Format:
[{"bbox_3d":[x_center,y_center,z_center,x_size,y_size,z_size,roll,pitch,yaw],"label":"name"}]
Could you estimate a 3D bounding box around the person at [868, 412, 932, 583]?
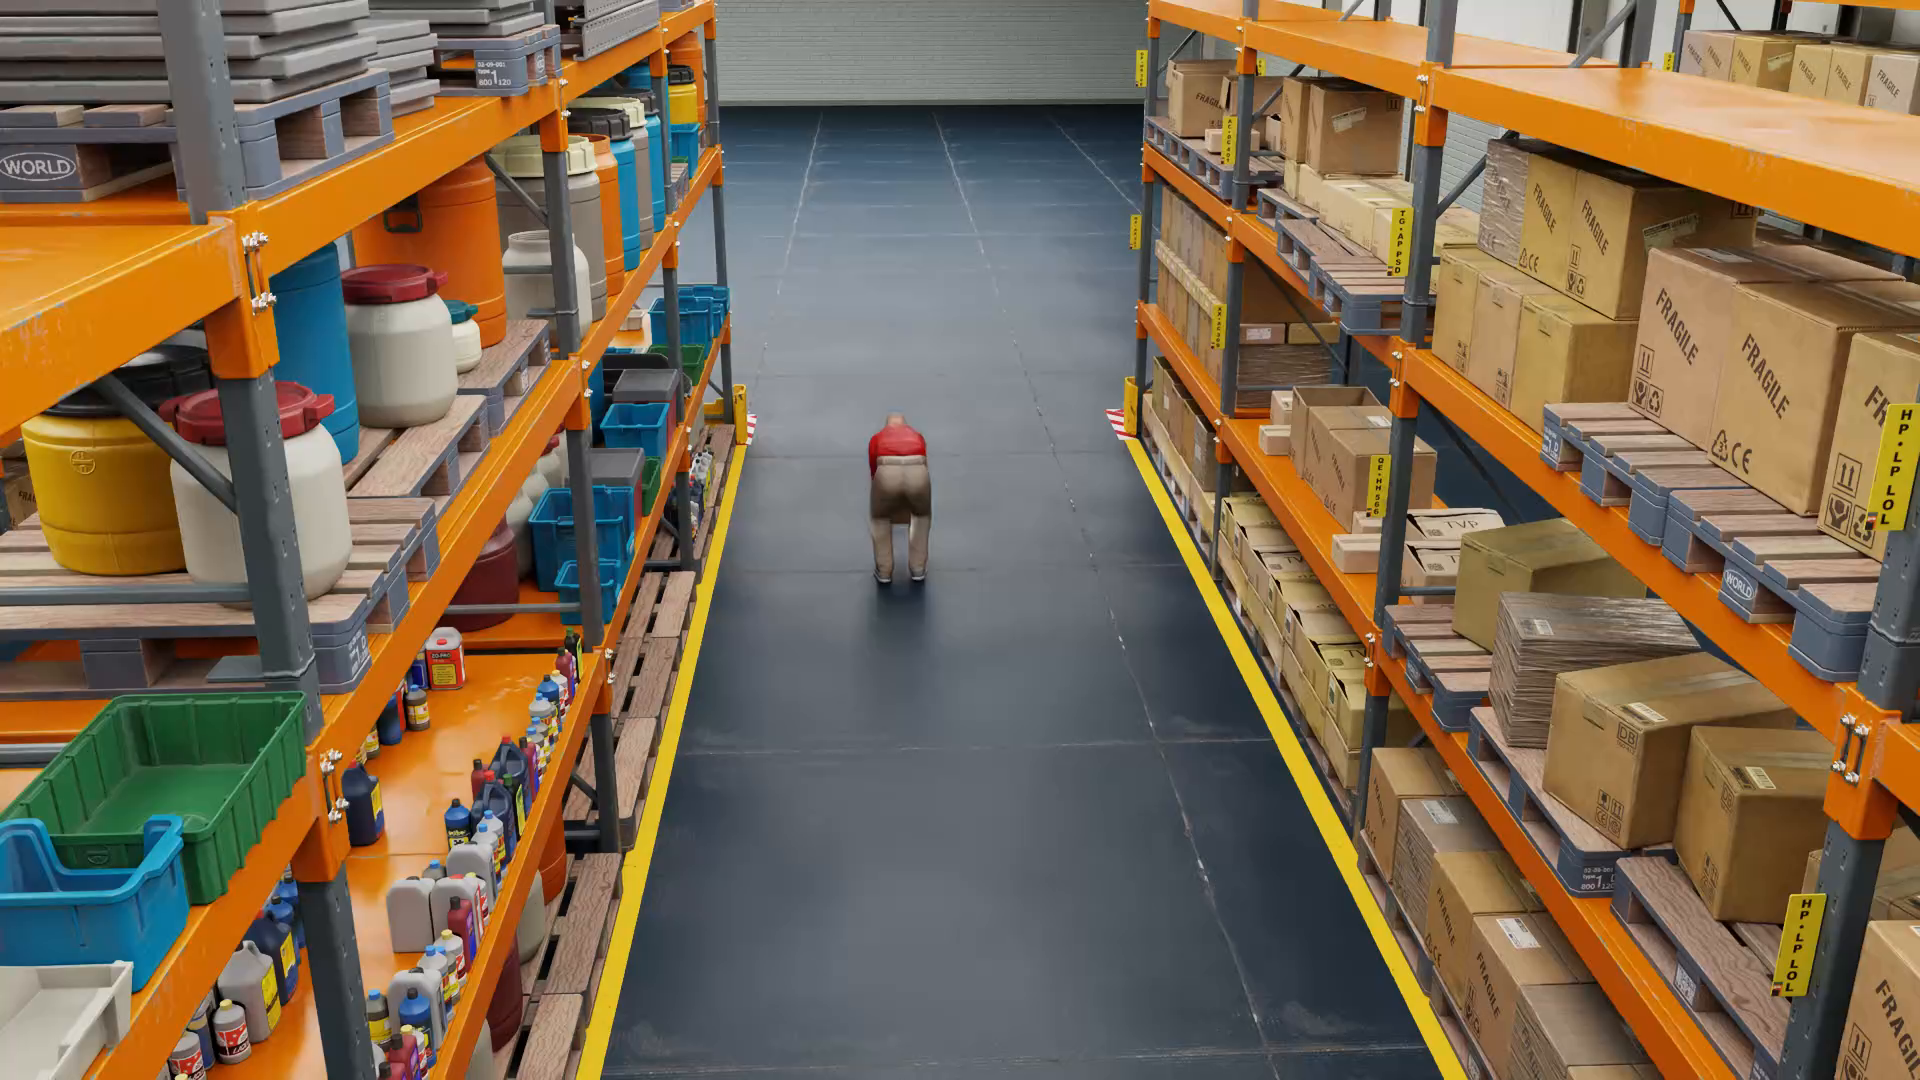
[{"bbox_3d":[-0.468,-0.324,12.821,0.483,1.149,0.950,-2,20,-5],"label":"person"}]
